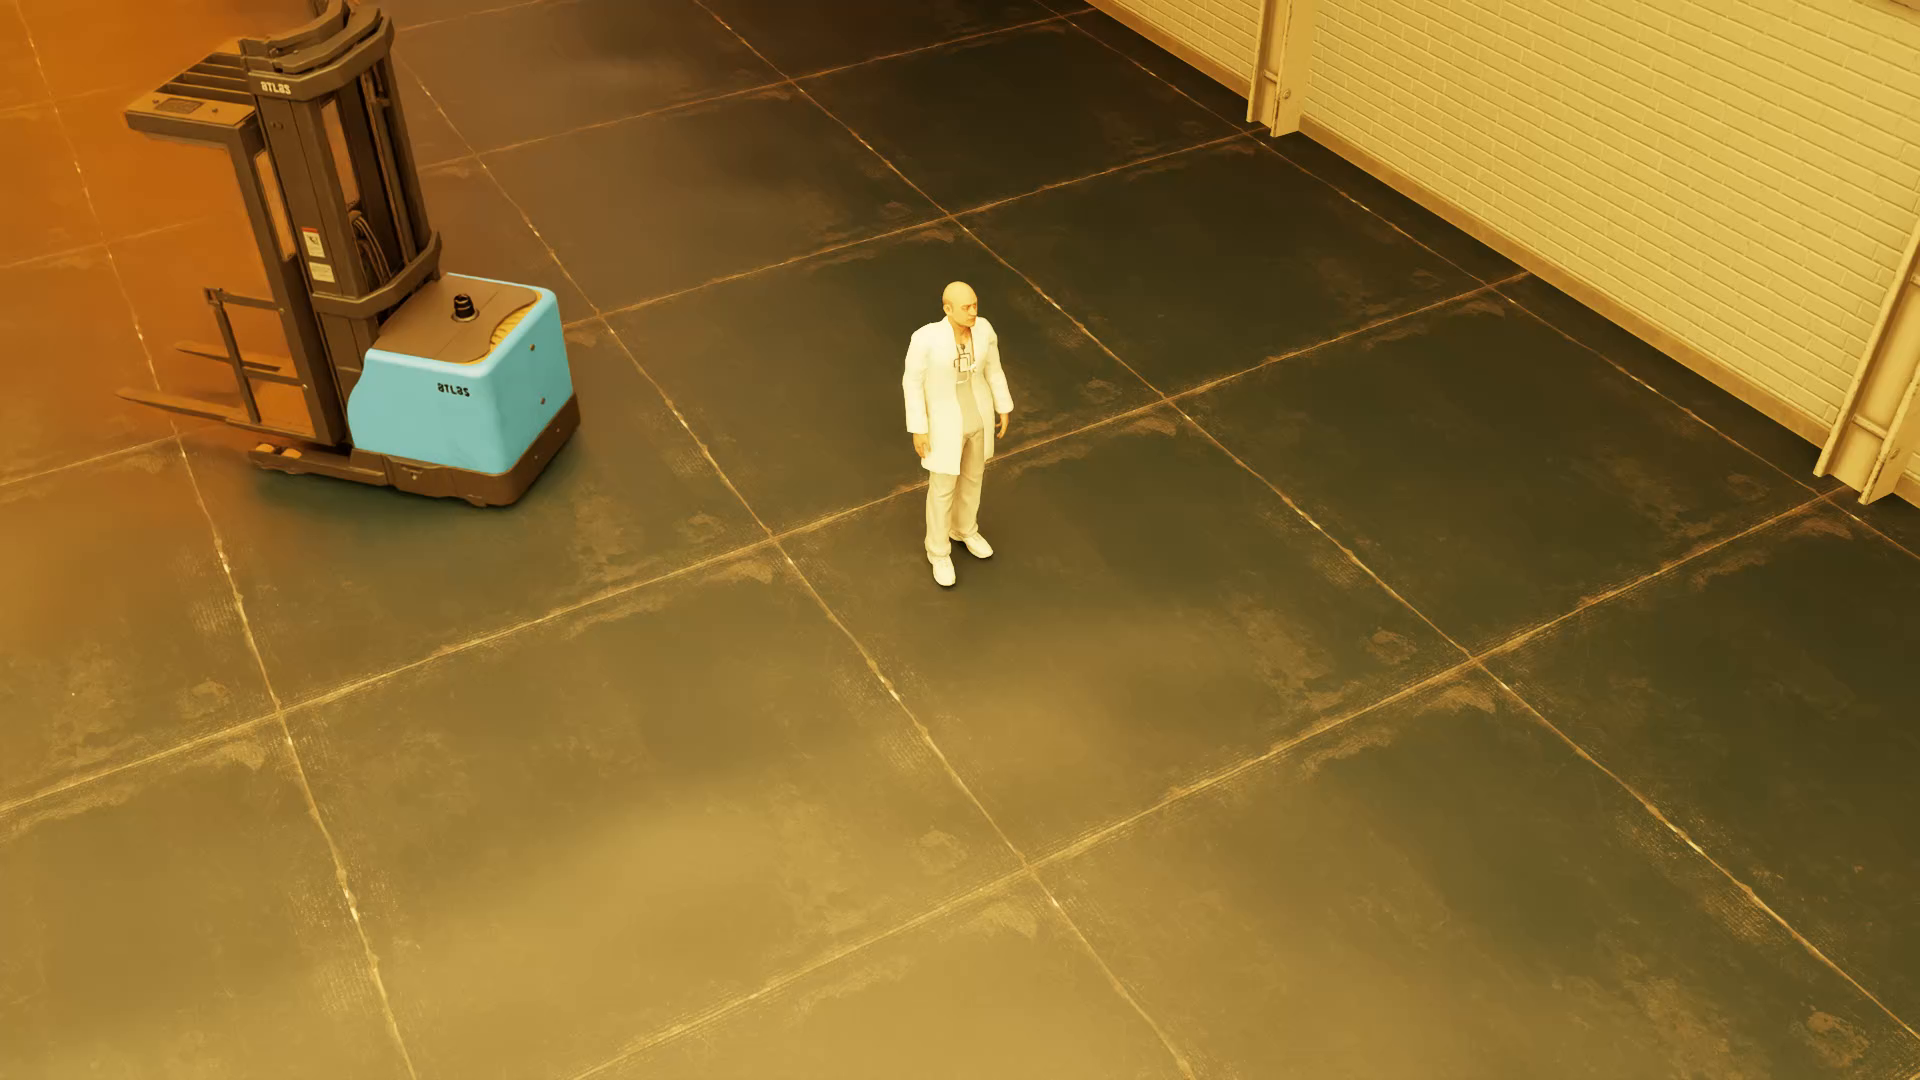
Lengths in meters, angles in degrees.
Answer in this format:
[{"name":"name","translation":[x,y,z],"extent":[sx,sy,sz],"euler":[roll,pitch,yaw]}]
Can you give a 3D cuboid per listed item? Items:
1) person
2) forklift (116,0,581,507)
[{"name":"person","translation":[0.041,-0.638,9.698],"extent":[0.694,1.775,0.581],"euler":[-20,44,-23]},{"name":"forklift","translation":[-4.126,-1.868,10.288],"extent":[3.031,2.935,1.130],"euler":[11,41,13]}]
